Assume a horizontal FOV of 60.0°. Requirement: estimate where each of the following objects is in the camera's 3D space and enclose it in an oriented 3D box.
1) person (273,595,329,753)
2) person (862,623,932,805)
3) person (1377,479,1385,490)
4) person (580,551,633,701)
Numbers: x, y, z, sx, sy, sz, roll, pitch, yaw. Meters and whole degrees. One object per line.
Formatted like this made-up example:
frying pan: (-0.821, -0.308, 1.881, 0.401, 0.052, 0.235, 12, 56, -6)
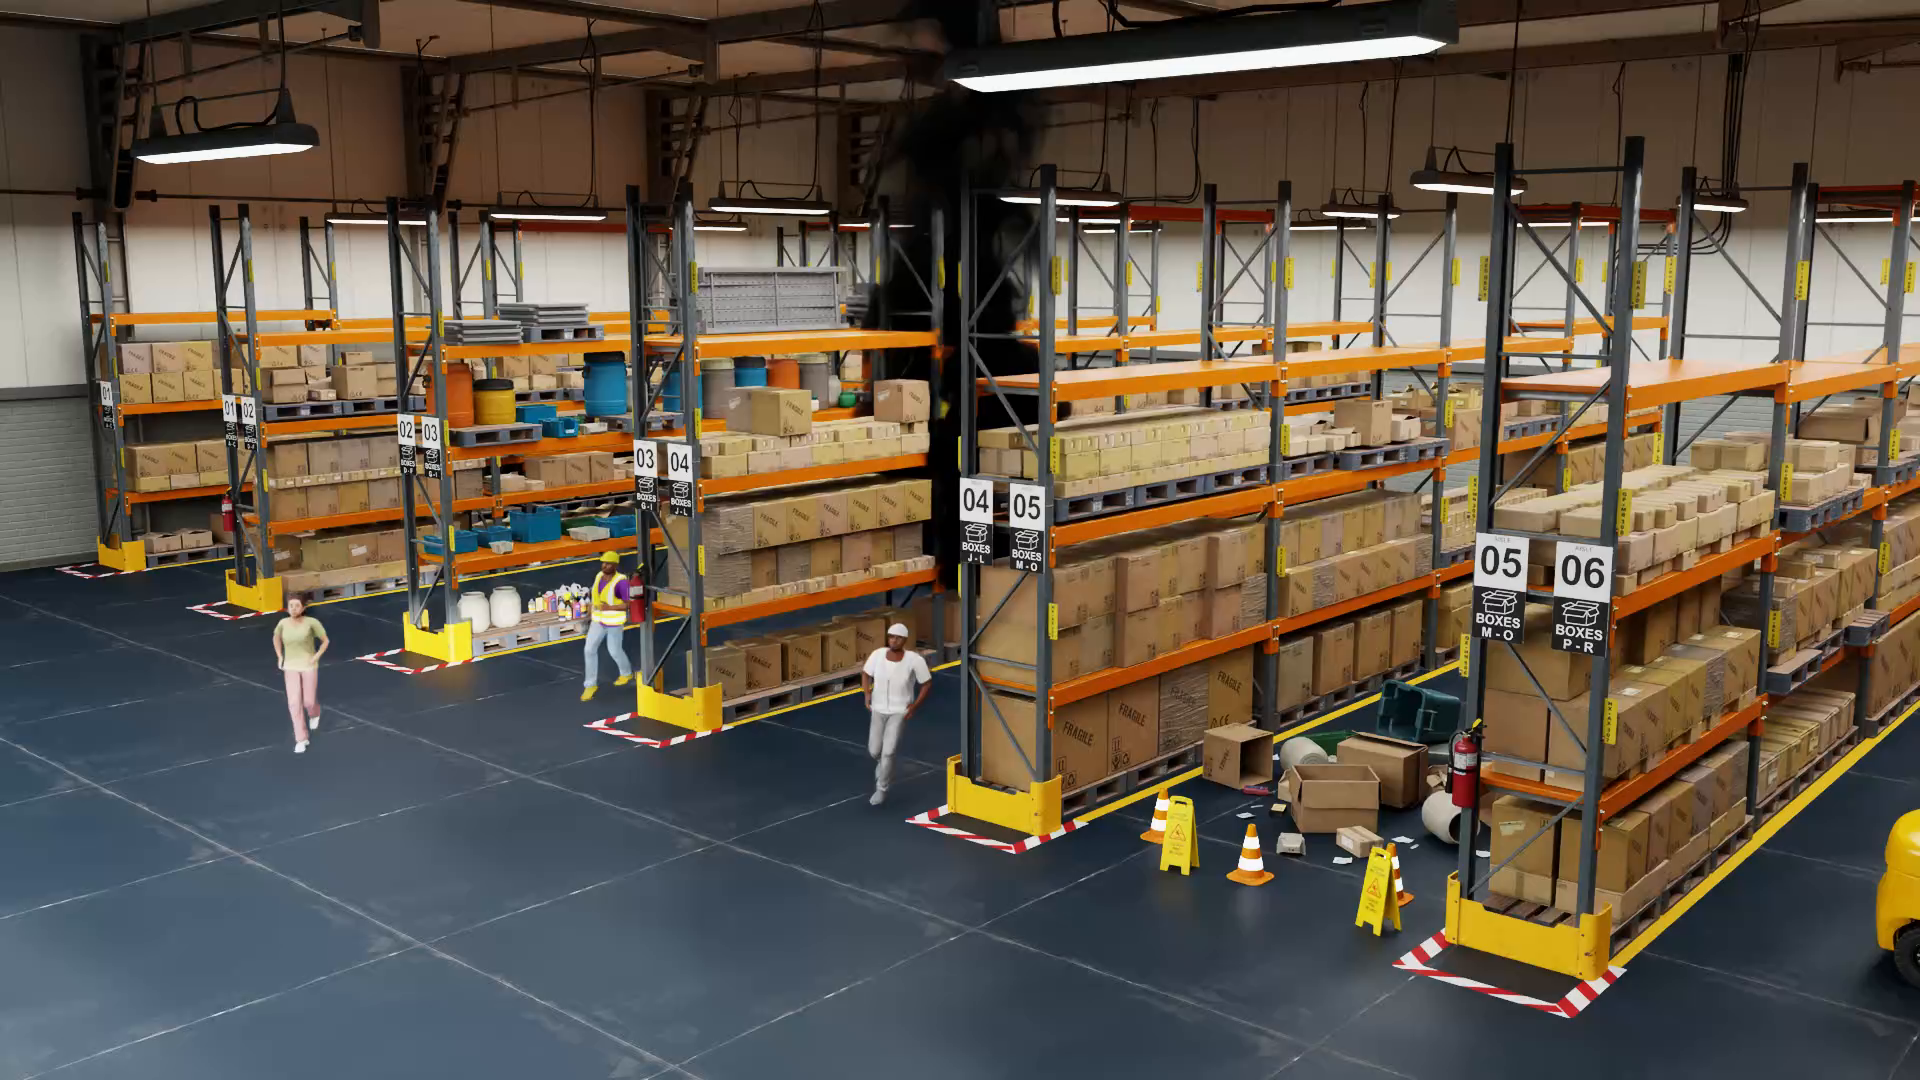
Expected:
person: (-7.114, 1.394, 17.984, 0.591, 1.667, 0.850, -2, 10, -12)
person: (-0.635, 1.660, 16.195, 0.718, 1.754, 0.671, 2, 10, 14)
person: (6.984, -0.253, 27.838, 0.539, 1.605, 0.869, 7, 12, 37)
person: (-4.183, 1.012, 19.993, 0.700, 1.815, 0.834, 5, 11, 25)
